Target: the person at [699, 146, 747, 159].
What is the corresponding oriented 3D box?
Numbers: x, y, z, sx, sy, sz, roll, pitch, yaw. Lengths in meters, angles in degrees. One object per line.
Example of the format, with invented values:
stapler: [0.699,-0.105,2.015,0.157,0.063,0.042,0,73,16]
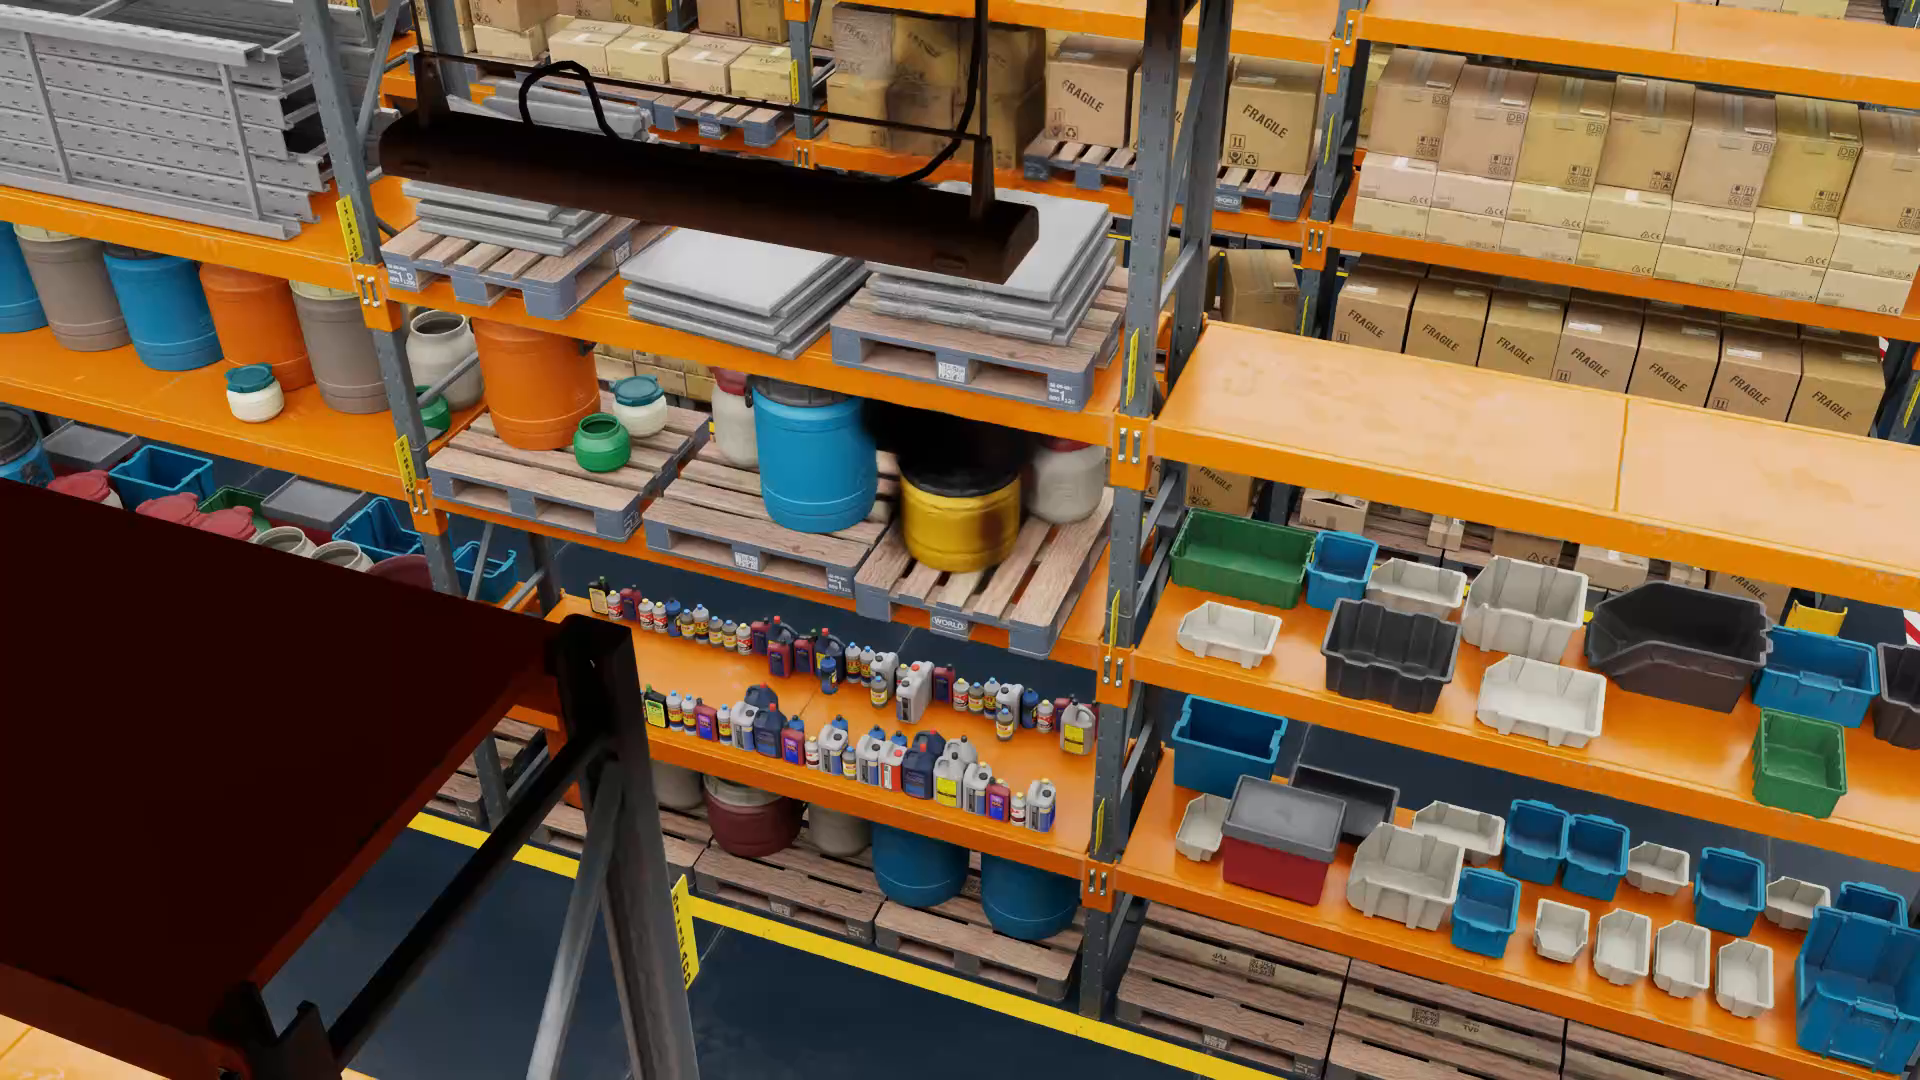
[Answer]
person: [-2.183,-3.580,16.914,0.923,1.660,0.597,7,37,9]
